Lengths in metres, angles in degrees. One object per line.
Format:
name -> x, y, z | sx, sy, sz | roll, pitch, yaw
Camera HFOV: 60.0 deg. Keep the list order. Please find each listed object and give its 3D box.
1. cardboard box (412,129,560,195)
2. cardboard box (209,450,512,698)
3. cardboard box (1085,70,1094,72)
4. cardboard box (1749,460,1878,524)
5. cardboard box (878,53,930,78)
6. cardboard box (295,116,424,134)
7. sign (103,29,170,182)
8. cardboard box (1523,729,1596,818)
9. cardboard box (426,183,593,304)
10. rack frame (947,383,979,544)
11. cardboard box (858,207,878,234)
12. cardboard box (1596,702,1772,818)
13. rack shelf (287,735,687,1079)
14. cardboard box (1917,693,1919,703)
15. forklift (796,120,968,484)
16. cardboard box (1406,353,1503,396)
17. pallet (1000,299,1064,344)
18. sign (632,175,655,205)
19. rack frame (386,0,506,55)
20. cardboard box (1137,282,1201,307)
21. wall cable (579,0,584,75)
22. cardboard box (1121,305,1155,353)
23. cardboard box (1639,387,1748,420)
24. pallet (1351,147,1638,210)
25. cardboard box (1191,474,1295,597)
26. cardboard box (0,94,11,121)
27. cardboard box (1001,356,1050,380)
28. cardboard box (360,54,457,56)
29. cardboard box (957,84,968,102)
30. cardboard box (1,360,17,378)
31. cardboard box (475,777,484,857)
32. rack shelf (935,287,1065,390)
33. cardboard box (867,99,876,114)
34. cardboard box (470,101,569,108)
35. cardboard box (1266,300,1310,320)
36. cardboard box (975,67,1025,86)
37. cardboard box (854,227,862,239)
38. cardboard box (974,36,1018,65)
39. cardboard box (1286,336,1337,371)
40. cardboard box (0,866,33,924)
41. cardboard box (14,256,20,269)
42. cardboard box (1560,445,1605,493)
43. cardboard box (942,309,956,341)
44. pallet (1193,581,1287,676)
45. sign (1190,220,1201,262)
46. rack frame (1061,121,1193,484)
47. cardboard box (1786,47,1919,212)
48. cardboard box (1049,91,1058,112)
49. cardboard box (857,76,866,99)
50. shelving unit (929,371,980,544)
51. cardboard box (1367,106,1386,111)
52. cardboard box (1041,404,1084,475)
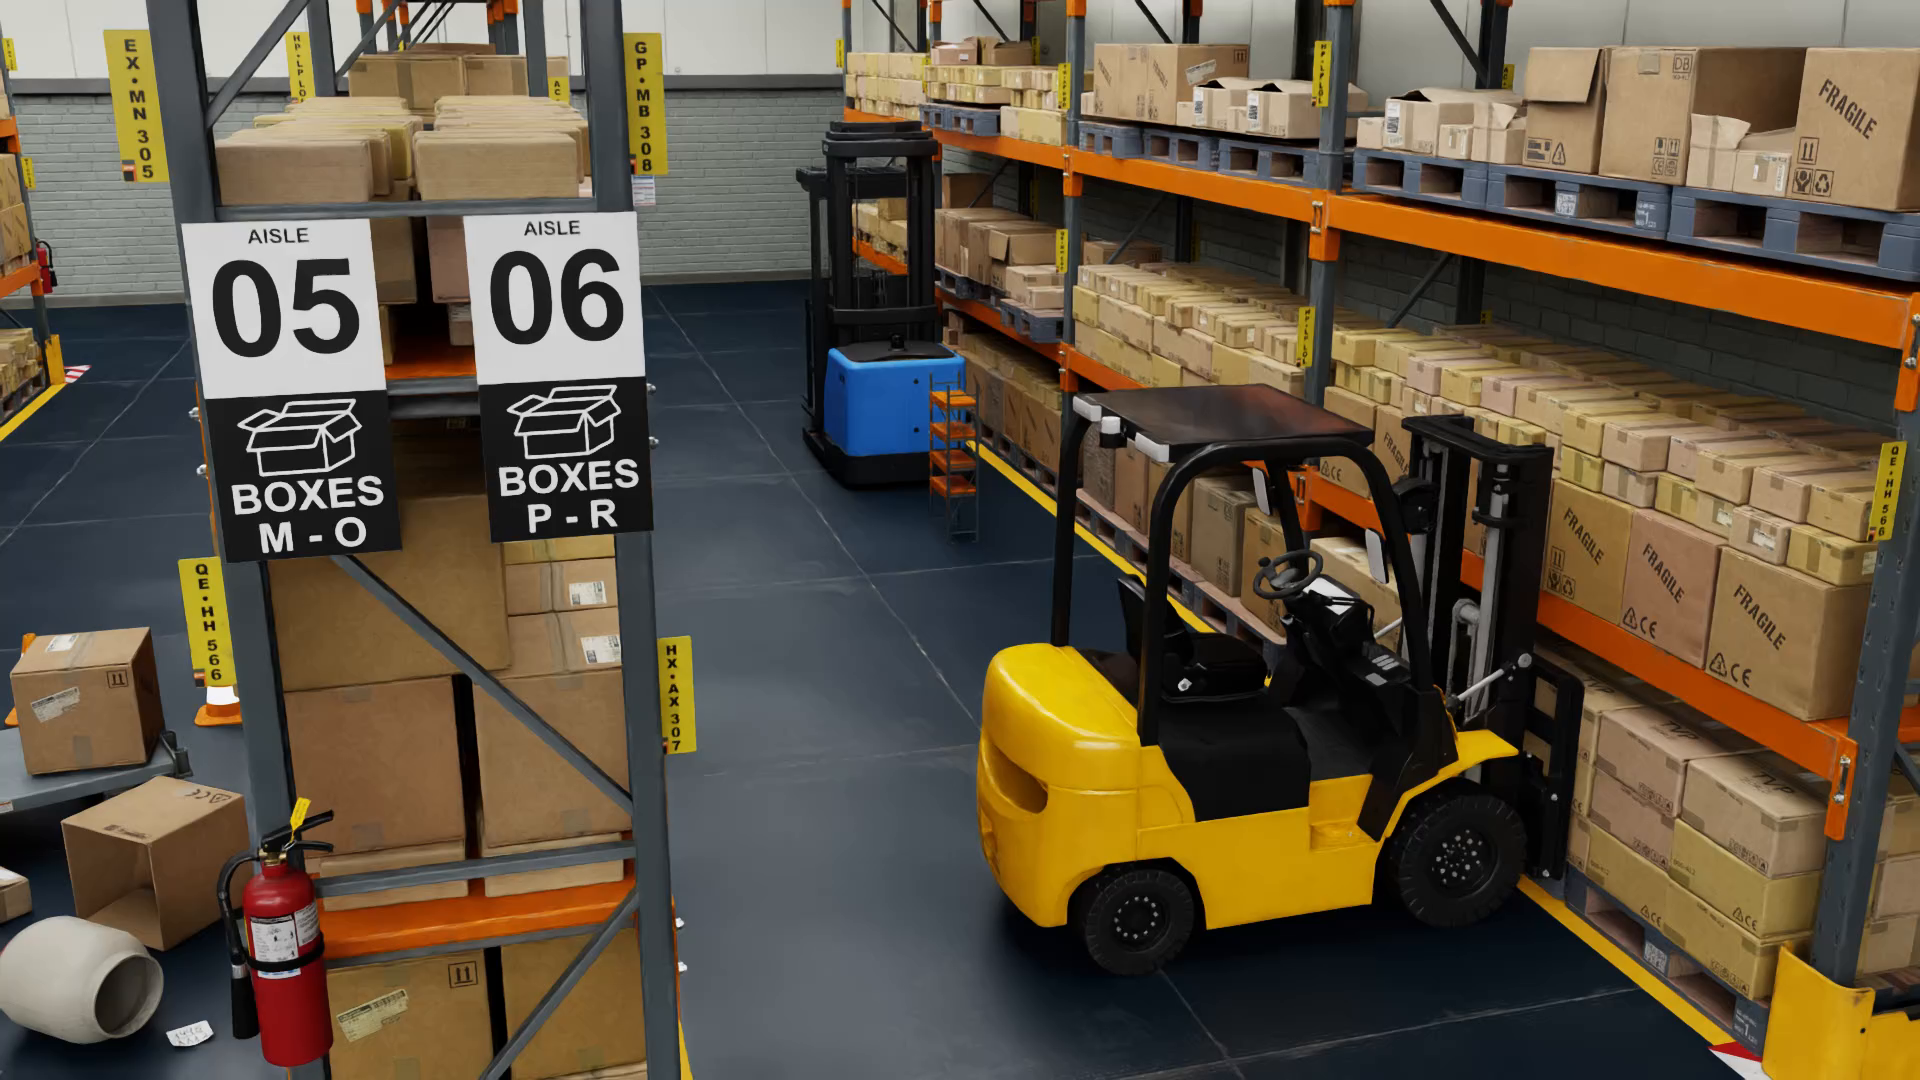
cardboard box -> -1.258, -1.014, 4.450 | 0.380, 0.149, 0.250 | -5, 17, -15
cardboard box -> -1.622, 0.074, 4.563 | 0.700, 0.500, 0.500 | -5, 17, -17
cardboard box -> 1.236, -3.772, 13.632 | 0.380, 0.149, 0.250 | -4, 17, -13
cardboard box -> 3.101, -0.176, 6.004 | 0.380, 0.149, 0.250 | -5, 17, -15
cardboard box -> -0.594, -5.136, 17.997 | 0.500, 0.250, 0.500 | -4, 17, -14
cardboard box -> -1.897, -1.262, 5.275 | 0.380, 0.149, 0.250 | -5, 17, -17
sign -> -1.811, -0.955, 3.665 | 0.100, 0.325, 0.005 | -5, 17, -15
cardboard box -> 2.776, 0.959, 7.225 | 0.500, 0.250, 0.500 | -5, 17, -17
cardboard box -> -1.154, -0.800, 4.432 | 0.500, 0.250, 0.500 | -5, 17, -16
rack frame -> 0.022, -0.553, 12.207 | 0.240, 1.200, 0.015 | -5, 17, -15
cardboard box -> -0.893, -3.736, 19.421 | 0.500, 0.250, 0.500 | -5, 17, -15
cardboard box -> 2.928, 0.867, 6.663 | 0.500, 0.250, 0.500 | -4, 17, -14
rack shelf -> -1.821, 0.658, 6.297 | 1.077, 0.370, 4.000 | -5, 17, -15
cardboard box -> 3.631, 0.267, 6.176 | 0.500, 0.500, 0.500 | -4, 17, -13
forklift -> -0.825, -2.247, 14.836 | 1.130, 2.935, 3.031 | -5, 17, -15
cardboard box -> 2.412, -0.808, 8.109 | 0.380, 0.149, 0.250 | -4, 17, -14
pallet -> 1.048, -1.829, 13.661 | 1.213, 0.211, 1.003 | -5, 17, -15
sign -> -4.763, -5.293, 25.024 | 0.329, 0.494, 0.001 | -5, 17, -15
rack frame -> -4.569, -5.325, 14.539 | 1.000, 3.000, 0.127 | -5, 17, -15
cardboard box -> 1.458, -1.705, 11.613 | 0.380, 0.149, 0.250 | -5, 17, -15
wall cable -> -4.090, -8.269, 24.274 | 2.988, 3.039, 0.133 | -5, 17, -15
cardboard box -> 1.451, -1.480, 11.557 | 0.500, 0.250, 0.500 | -5, 17, -17
cardboard box -> 3.215, -0.567, 7.308 | 0.380, 0.149, 0.250 | -5, 17, -15
pallet -> 2.660, -1.793, 8.147 | 1.003, 0.211, 1.213 | -5, 17, -15
cardboard box -> 2.041, -0.055, 10.820 | 0.875, 0.625, 0.625 | -5, 17, -16
cardboard box -> -10.021, -4.399, 16.930 | 0.500, 0.250, 0.500 | -5, 17, -16
cardboard box -> 0.585, -1.539, 14.851 | 0.380, 0.149, 0.250 | -6, 18, -18
cardboard box -> -2.954, -2.475, 8.927 | 0.500, 0.250, 0.500 | -4, 17, -14
cardboard box -> 0.185, -4.014, 14.921 | 0.380, 0.149, 0.250 | -5, 17, -16
cardboard box -> -9.682, -1.708, 16.634 | 0.380, 0.149, 0.250 | -4, 17, -14
cardboard box -> -1.249, 0.808, 4.984 | 0.380, 0.149, 0.250 | -4, 17, -14
rack shelf -> 0.752, -1.948, 14.973 | 1.077, 0.370, 4.000 | -5, 17, -15
cardboard box -> -0.833, -4.870, 18.674 | 0.380, 0.149, 0.250 | -5, 17, -15
cardboard box -> -1.746, -1.661, 6.604 | 0.380, 0.149, 0.250 | -4, 17, -14
cardboard box -> 2.211, -1.462, 10.805 | 0.380, 0.149, 0.250 | -5, 17, -16
cardboard box -> 0.342, -4.015, 14.405 | 0.380, 0.149, 0.250 | -5, 17, -15
cardboard box -> -1.071, -3.719, 20.056 | 0.380, 0.149, 0.250 | -5, 17, -16
cardboard box -> 0.352, -4.673, 15.875 | 0.396, 0.266, 0.258 | -5, 17, -16
cardboard box -> 2.093, -1.068, 9.493 | 0.380, 0.149, 0.250 | -4, 17, -13
cardboard box -> -4.211, 1.465, 7.113 | 0.396, 0.266, 0.258 | 11, 20, 32
cardboard box -> -10.007, -2.879, 17.261 | 0.380, 0.149, 0.250 | -5, 17, -15
cardboard box -> 2.759, -0.312, 6.974 | 0.380, 0.149, 0.250 | -5, 17, -15
cardboard box -> -0.337, -2.253, 18.353 | 0.700, 0.500, 0.500 | -5, 18, -17
pallet -> 2.161, 0.502, 10.414 | 1.003, 0.211, 1.213 | -5, 17, -15
sign -> 1.834, -2.339, 13.011 | 0.100, 0.325, 0.005 | -5, 17, -15
rack frame -> 1.301, -1.739, 13.028 | 1.000, 3.000, 0.127 | -5, 17, -15
cardboard box -> 3.144, -1.363, 5.484 | 0.500, 0.500, 0.500 | -4, 17, -13
cardboard box -> 0.920, -3.447, 13.068 | 0.380, 0.149, 0.250 | -5, 17, -17
cardboard box -> -0.878, -5.176, 18.999 | 0.500, 0.250, 0.500 | -4, 17, -14
shelving unit -> -0.046, -0.620, 12.432 | 0.258, 1.200, 0.503 | -5, 17, -15
cardboard box -> 2.356, -2.448, 9.708 | 0.380, 0.149, 0.250 | -5, 17, -15
cardboard box -> 0.979, -0.843, 13.660 | 0.500, 0.500, 0.500 | -4, 17, -14
